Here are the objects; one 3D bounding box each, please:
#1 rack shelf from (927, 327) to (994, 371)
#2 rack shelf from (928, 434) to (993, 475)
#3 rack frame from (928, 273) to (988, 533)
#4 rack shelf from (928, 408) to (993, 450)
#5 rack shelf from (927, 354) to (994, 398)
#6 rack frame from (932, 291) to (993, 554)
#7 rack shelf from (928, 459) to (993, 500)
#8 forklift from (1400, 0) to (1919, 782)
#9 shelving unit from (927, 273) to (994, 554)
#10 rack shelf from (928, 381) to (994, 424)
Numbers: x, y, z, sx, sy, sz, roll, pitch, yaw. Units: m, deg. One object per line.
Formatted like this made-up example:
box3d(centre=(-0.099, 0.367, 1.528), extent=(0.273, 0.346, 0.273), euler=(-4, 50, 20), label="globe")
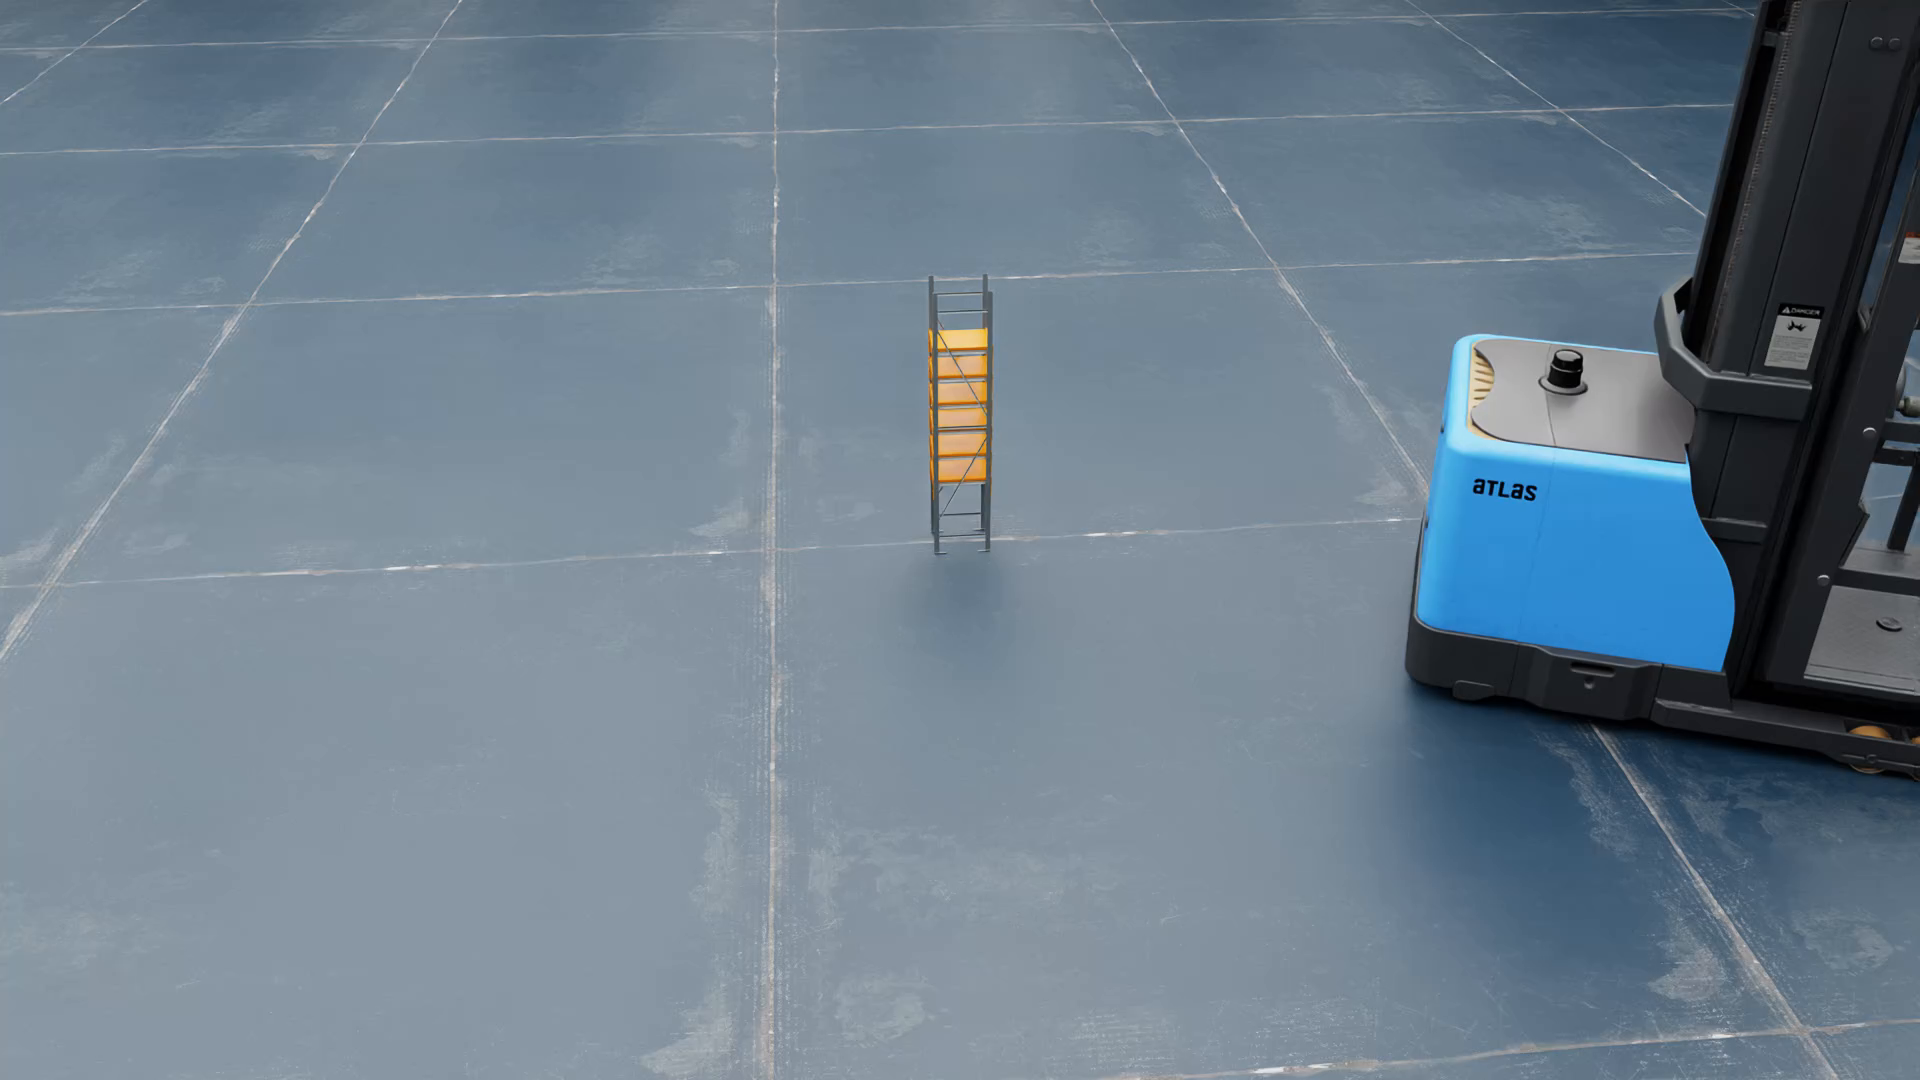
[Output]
box3d(centre=(0.001, -0.779, 6.768), extent=(0.258, 0.103, 0.180), euler=(-3, 31, -5), label="rack shelf")
box3d(centre=(0.001, -0.367, 7.014), extent=(0.258, 0.103, 0.180), euler=(-3, 31, -5), label="rack shelf")
box3d(centre=(-0.007, -0.554, 7.008), extent=(0.240, 1.200, 0.006), euler=(-3, 31, -5), label="rack frame")
box3d(centre=(0.001, -0.470, 6.953), extent=(0.258, 0.103, 0.180), euler=(-3, 31, -5), label="rack shelf")
box3d(centre=(0.001, -0.676, 6.830), extent=(0.258, 0.103, 0.180), euler=(-3, 31, -5), label="rack shelf")
box3d(centre=(0.010, -0.461, 6.852), extent=(0.240, 1.200, 0.006), euler=(-3, 31, -5), label="rack frame")
box3d(centre=(0.001, -0.264, 7.076), extent=(0.258, 0.103, 0.180), euler=(-3, 31, -5), label="rack shelf")
box3d(centre=(3.244, -0.714, 5.587), extent=(3.031, 2.935, 1.130), euler=(8, 32, 14), label="forklift")
box3d(centre=(0.001, -0.508, 6.930), extent=(0.258, 1.200, 0.189), euler=(-3, 31, -5), label="shelving unit")
box3d(centre=(0.001, -0.573, 6.891), extent=(0.258, 0.103, 0.180), euler=(-3, 31, -5), label="rack shelf")
